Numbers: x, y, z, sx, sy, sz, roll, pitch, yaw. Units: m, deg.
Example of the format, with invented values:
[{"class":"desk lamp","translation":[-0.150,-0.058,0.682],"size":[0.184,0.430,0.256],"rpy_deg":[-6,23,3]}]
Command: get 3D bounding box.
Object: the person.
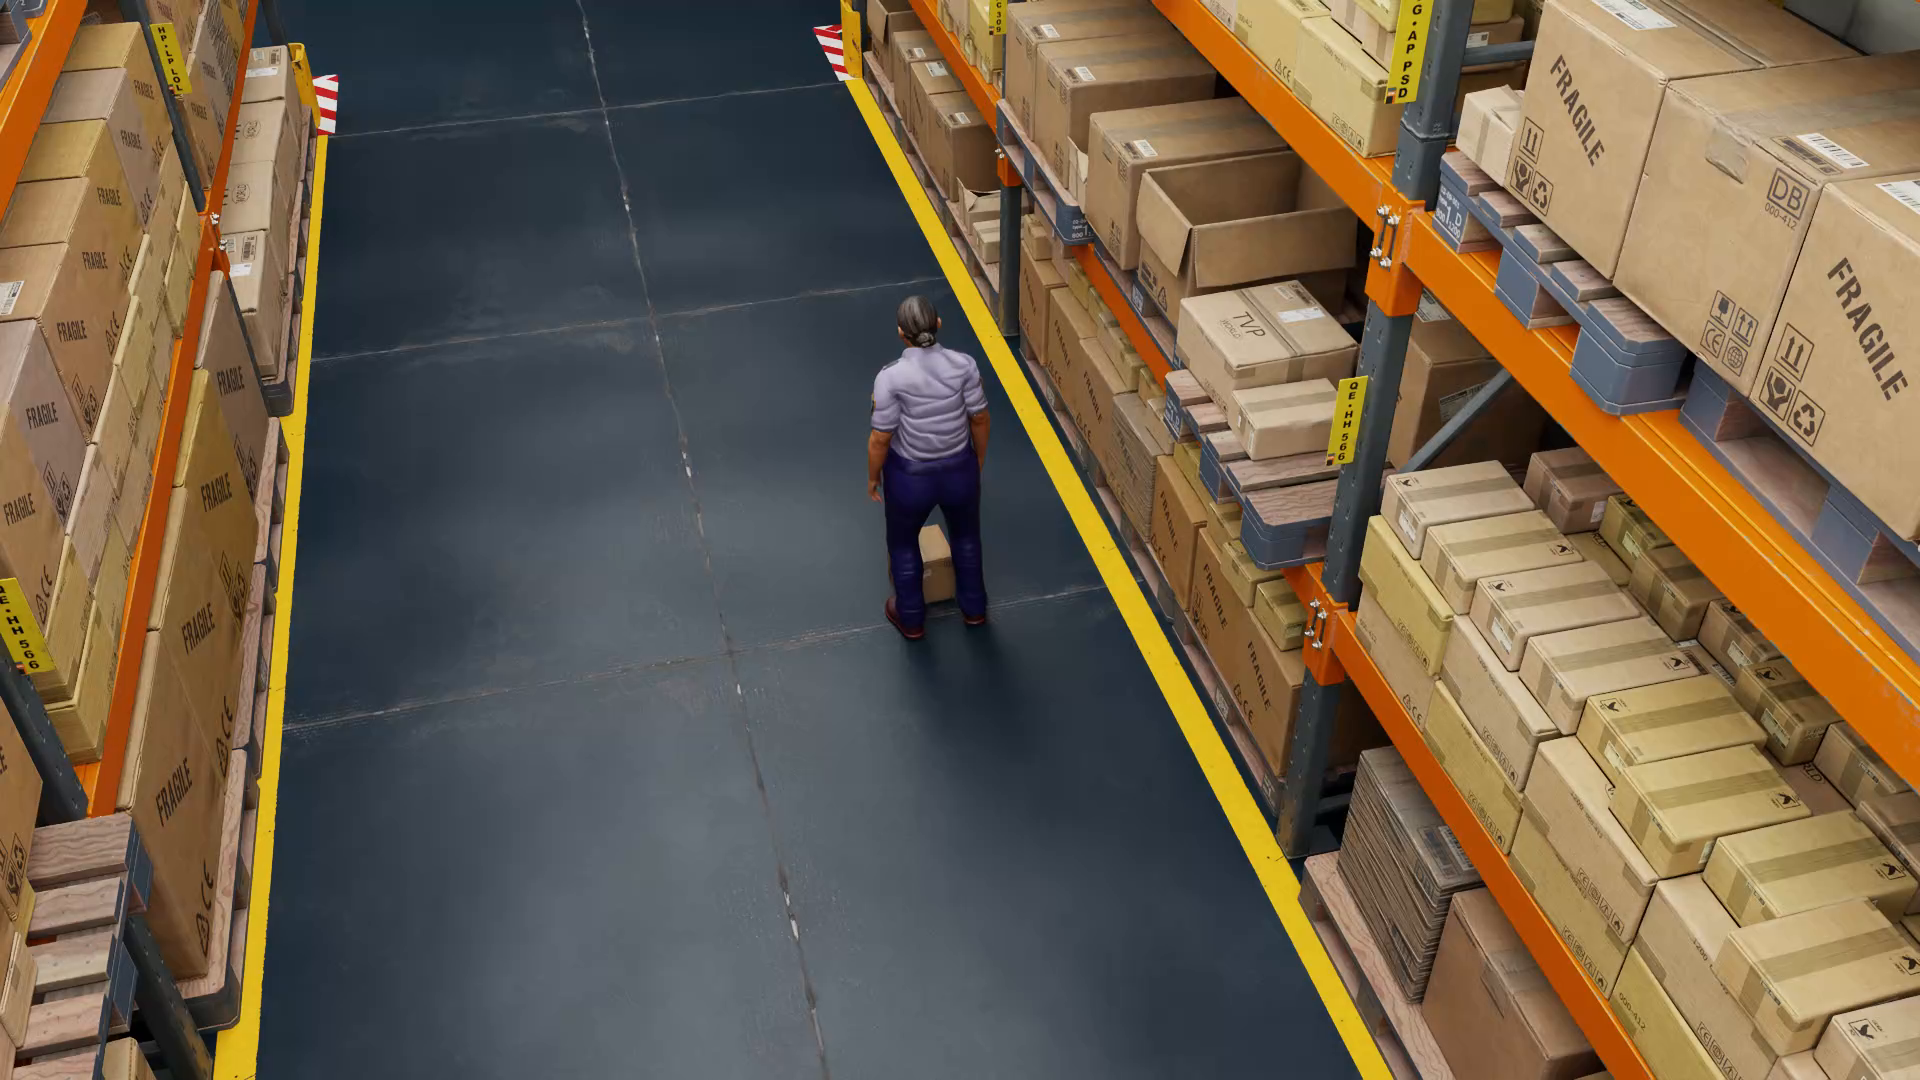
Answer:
[{"class":"person","translation":[-0.112,-0.281,7.085],"size":[0.540,1.638,0.369],"rpy_deg":[-9,39,-12]}]
